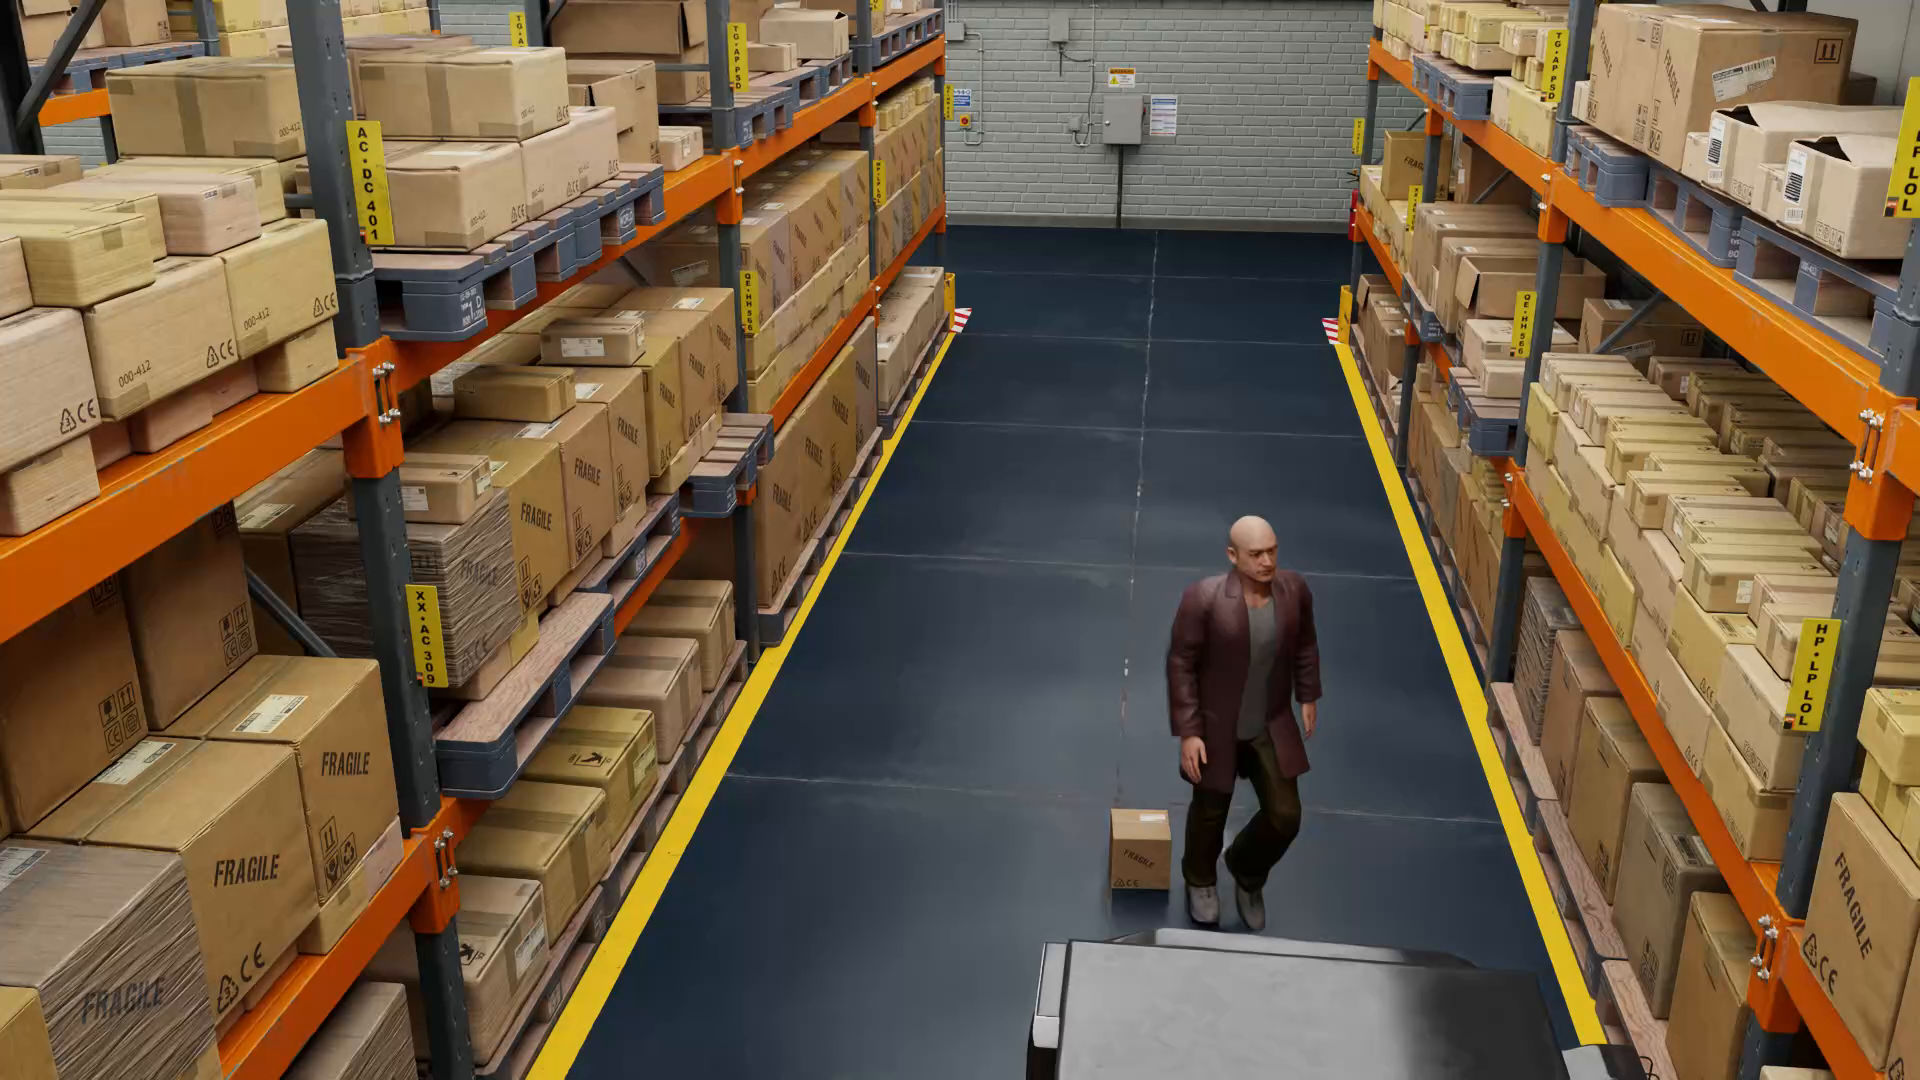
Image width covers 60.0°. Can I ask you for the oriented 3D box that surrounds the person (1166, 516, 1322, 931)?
[{"bbox_3d":[1.142,0.750,6.636,0.695,1.814,0.543,-4,21,-10],"label":"person"}]
